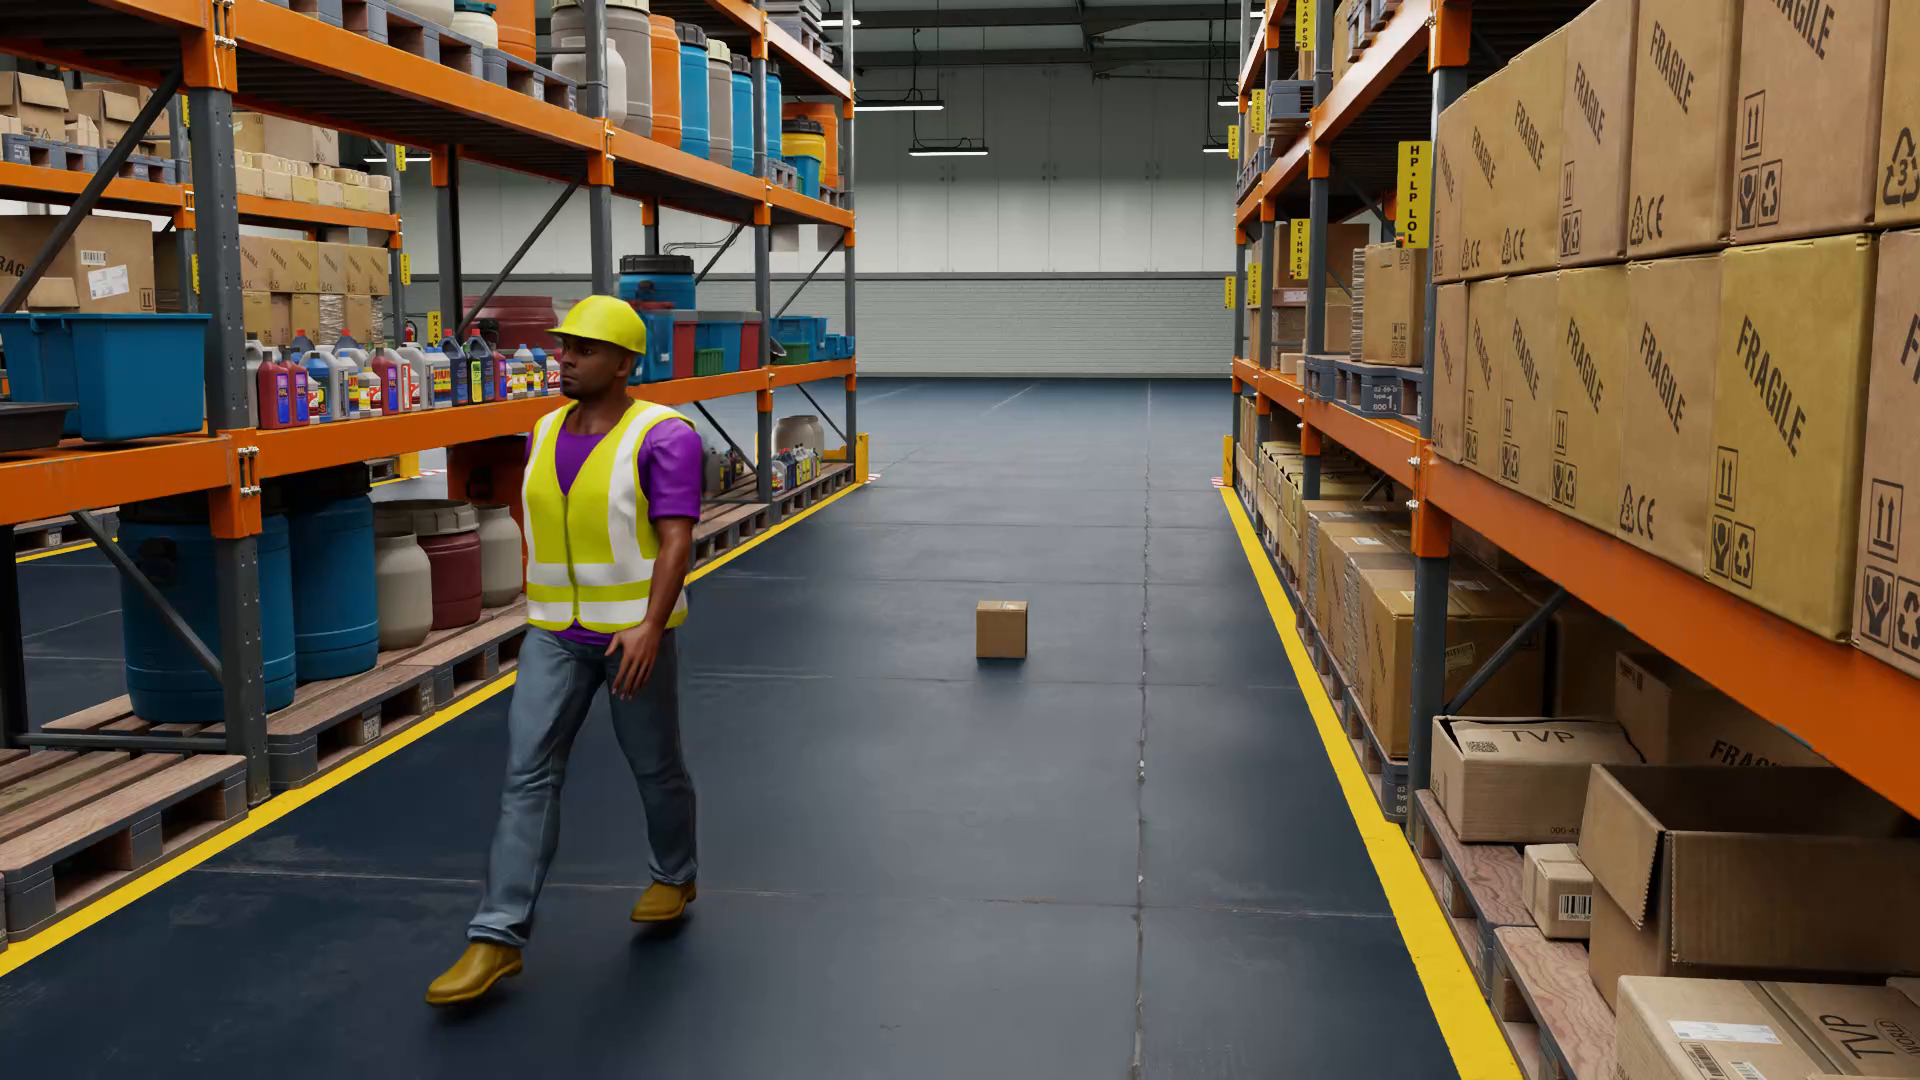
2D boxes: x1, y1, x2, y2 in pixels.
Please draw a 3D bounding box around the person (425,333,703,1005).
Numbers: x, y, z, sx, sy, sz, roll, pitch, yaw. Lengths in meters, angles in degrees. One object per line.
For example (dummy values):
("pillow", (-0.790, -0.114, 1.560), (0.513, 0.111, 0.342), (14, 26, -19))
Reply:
("person", (-0.967, 0.254, 4.287), (0.567, 1.679, 0.968), (2, 8, 17))
